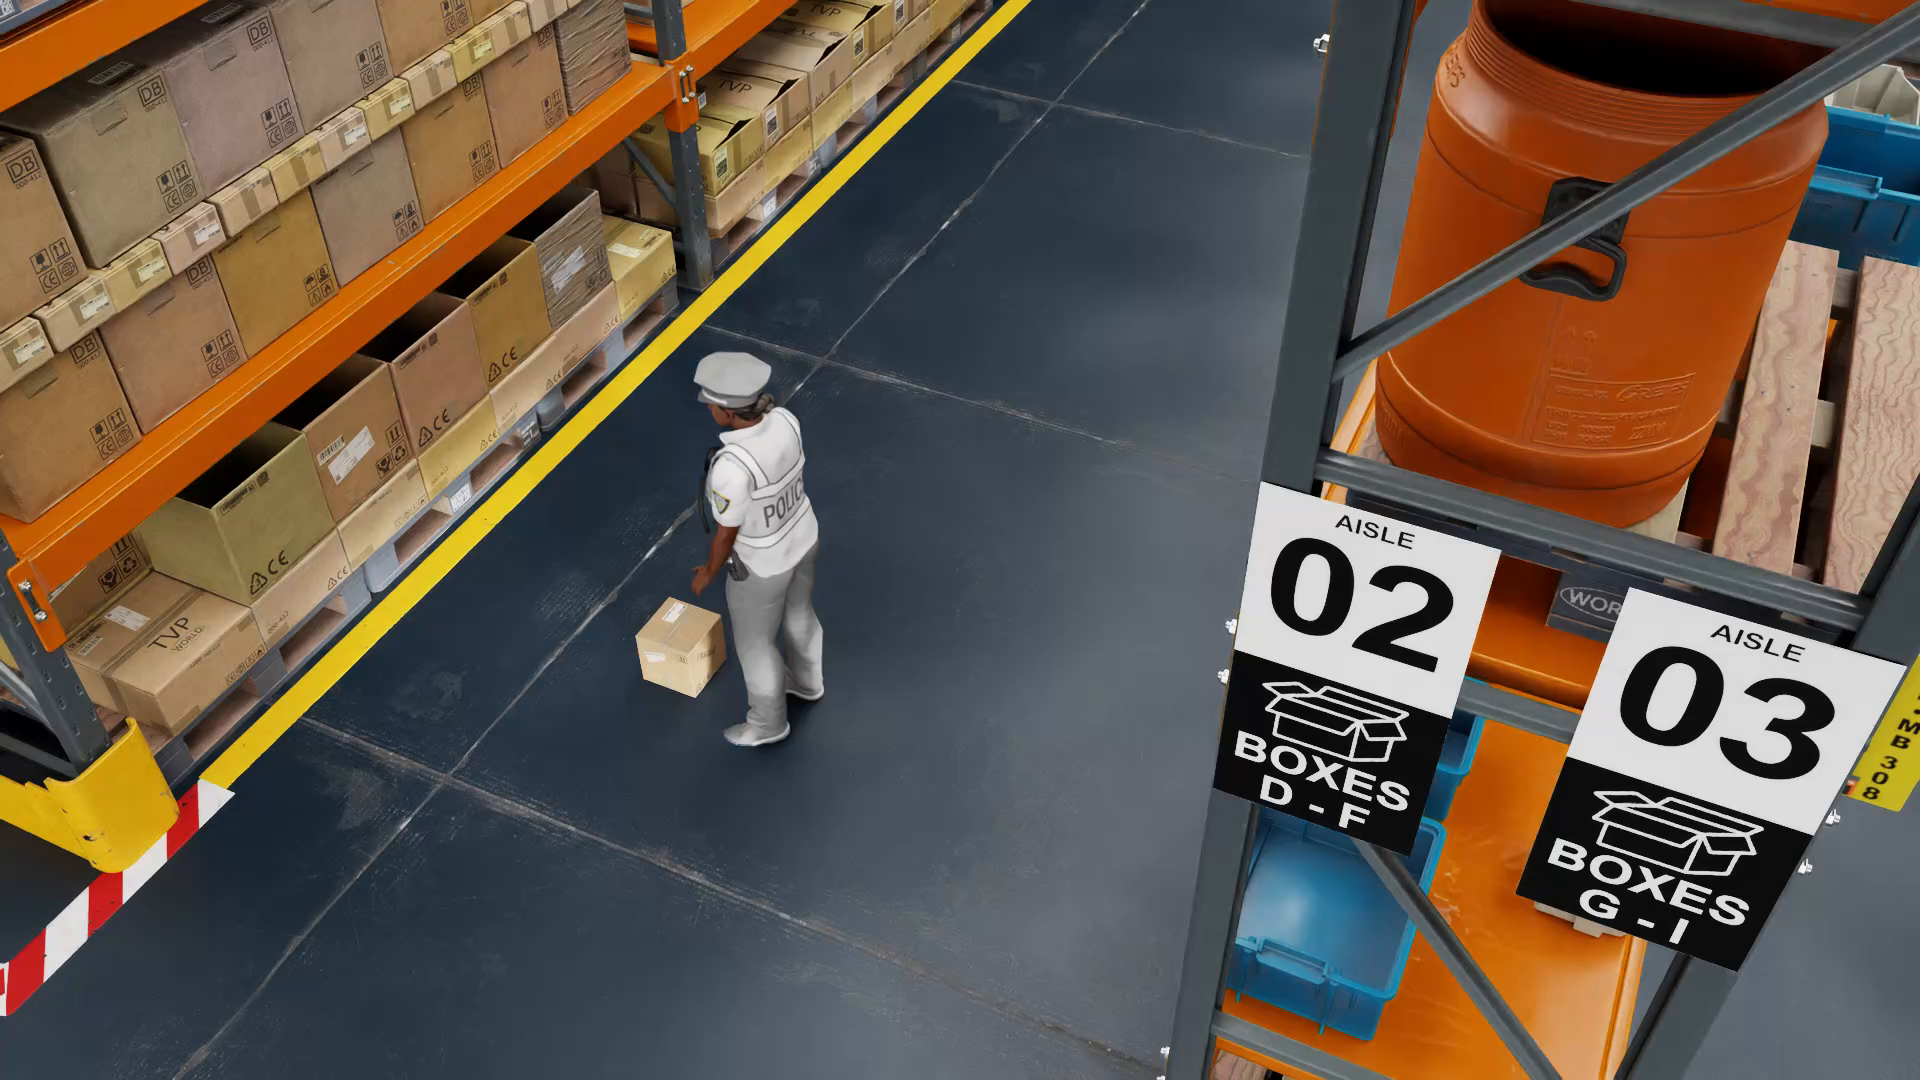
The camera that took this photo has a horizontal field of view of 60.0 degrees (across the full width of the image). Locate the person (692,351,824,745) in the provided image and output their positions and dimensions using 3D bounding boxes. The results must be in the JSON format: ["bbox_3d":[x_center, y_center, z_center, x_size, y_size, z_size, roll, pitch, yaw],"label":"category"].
[{"bbox_3d":[-0.740,0.076,6.106,0.392,1.713,0.471,19,46,20],"label":"person"}]
